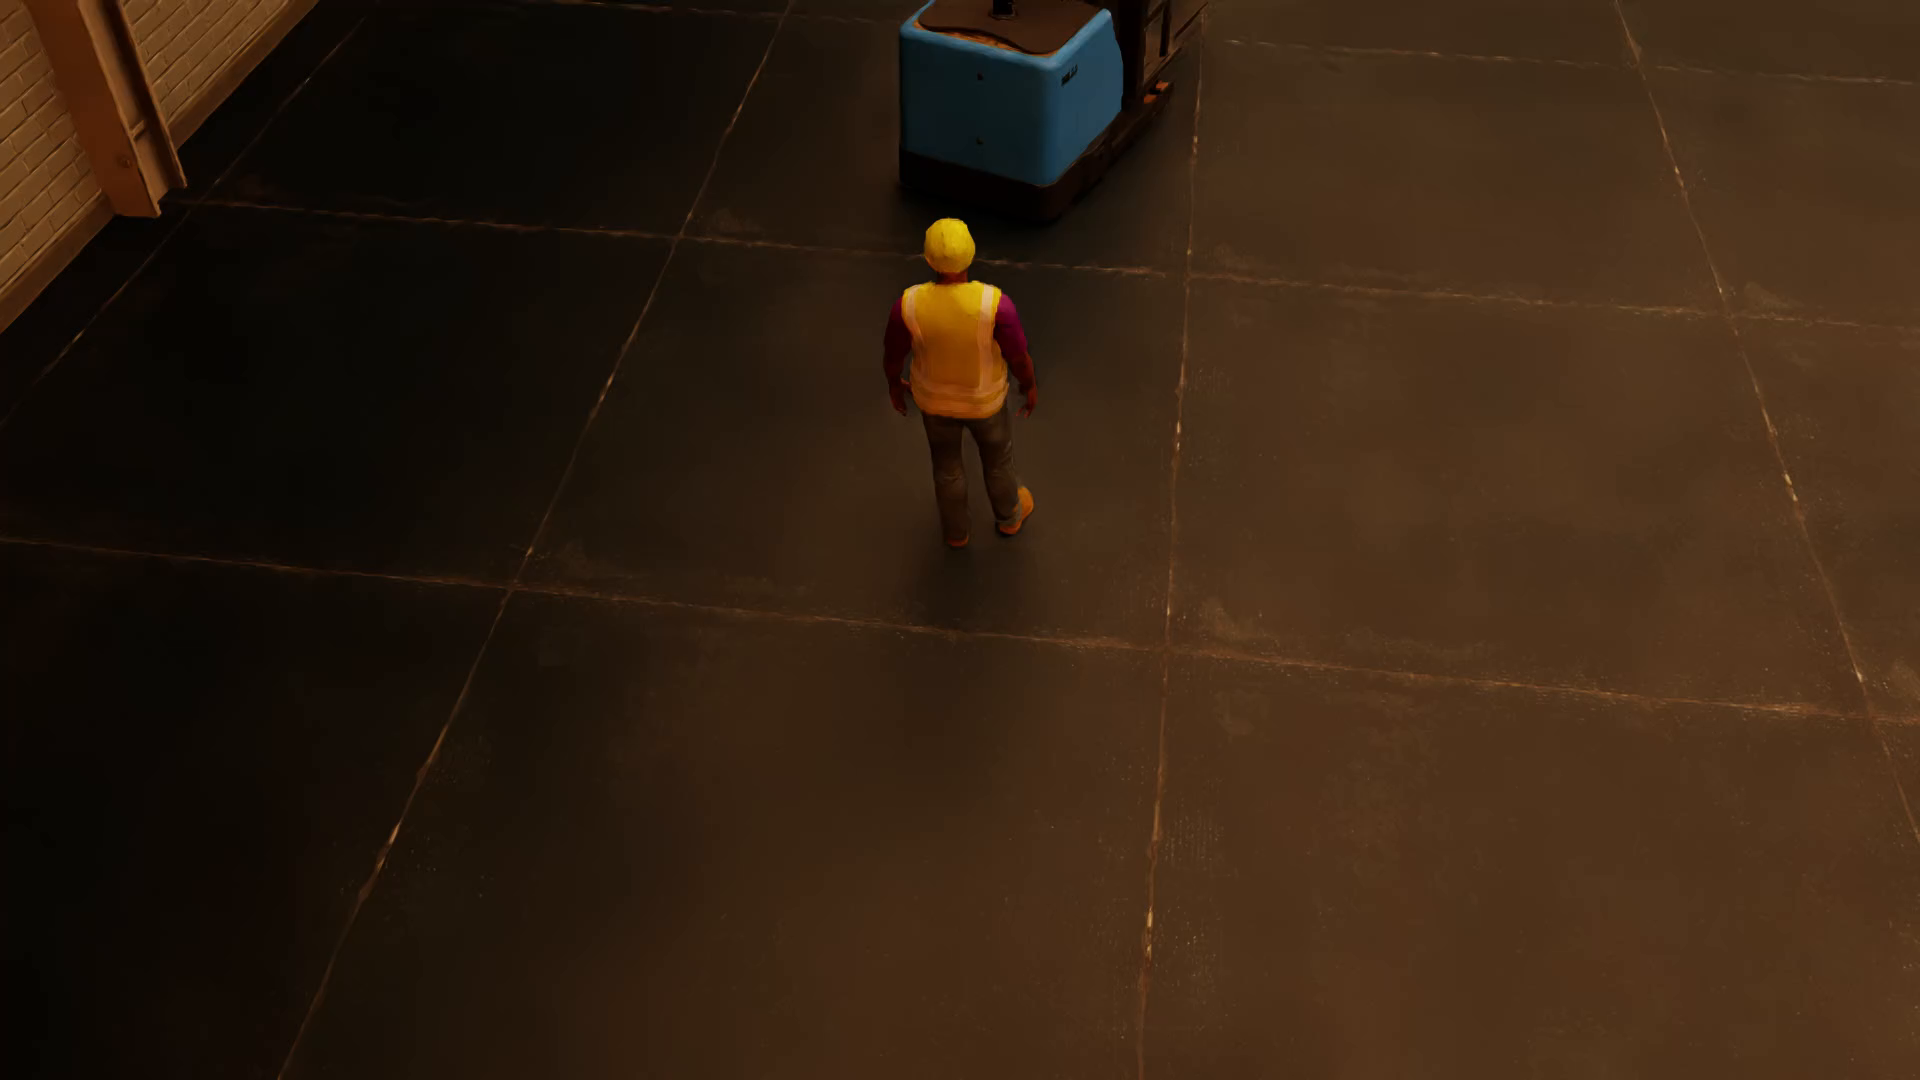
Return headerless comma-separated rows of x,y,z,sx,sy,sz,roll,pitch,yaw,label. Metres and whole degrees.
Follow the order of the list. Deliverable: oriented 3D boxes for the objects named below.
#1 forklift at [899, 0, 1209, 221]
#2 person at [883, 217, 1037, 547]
0.761,-3.956,10.031,1.130,2.935,3.031,19,46,20,forklift
0.014,-0.702,7.339,0.665,1.766,0.576,5,43,6,person
